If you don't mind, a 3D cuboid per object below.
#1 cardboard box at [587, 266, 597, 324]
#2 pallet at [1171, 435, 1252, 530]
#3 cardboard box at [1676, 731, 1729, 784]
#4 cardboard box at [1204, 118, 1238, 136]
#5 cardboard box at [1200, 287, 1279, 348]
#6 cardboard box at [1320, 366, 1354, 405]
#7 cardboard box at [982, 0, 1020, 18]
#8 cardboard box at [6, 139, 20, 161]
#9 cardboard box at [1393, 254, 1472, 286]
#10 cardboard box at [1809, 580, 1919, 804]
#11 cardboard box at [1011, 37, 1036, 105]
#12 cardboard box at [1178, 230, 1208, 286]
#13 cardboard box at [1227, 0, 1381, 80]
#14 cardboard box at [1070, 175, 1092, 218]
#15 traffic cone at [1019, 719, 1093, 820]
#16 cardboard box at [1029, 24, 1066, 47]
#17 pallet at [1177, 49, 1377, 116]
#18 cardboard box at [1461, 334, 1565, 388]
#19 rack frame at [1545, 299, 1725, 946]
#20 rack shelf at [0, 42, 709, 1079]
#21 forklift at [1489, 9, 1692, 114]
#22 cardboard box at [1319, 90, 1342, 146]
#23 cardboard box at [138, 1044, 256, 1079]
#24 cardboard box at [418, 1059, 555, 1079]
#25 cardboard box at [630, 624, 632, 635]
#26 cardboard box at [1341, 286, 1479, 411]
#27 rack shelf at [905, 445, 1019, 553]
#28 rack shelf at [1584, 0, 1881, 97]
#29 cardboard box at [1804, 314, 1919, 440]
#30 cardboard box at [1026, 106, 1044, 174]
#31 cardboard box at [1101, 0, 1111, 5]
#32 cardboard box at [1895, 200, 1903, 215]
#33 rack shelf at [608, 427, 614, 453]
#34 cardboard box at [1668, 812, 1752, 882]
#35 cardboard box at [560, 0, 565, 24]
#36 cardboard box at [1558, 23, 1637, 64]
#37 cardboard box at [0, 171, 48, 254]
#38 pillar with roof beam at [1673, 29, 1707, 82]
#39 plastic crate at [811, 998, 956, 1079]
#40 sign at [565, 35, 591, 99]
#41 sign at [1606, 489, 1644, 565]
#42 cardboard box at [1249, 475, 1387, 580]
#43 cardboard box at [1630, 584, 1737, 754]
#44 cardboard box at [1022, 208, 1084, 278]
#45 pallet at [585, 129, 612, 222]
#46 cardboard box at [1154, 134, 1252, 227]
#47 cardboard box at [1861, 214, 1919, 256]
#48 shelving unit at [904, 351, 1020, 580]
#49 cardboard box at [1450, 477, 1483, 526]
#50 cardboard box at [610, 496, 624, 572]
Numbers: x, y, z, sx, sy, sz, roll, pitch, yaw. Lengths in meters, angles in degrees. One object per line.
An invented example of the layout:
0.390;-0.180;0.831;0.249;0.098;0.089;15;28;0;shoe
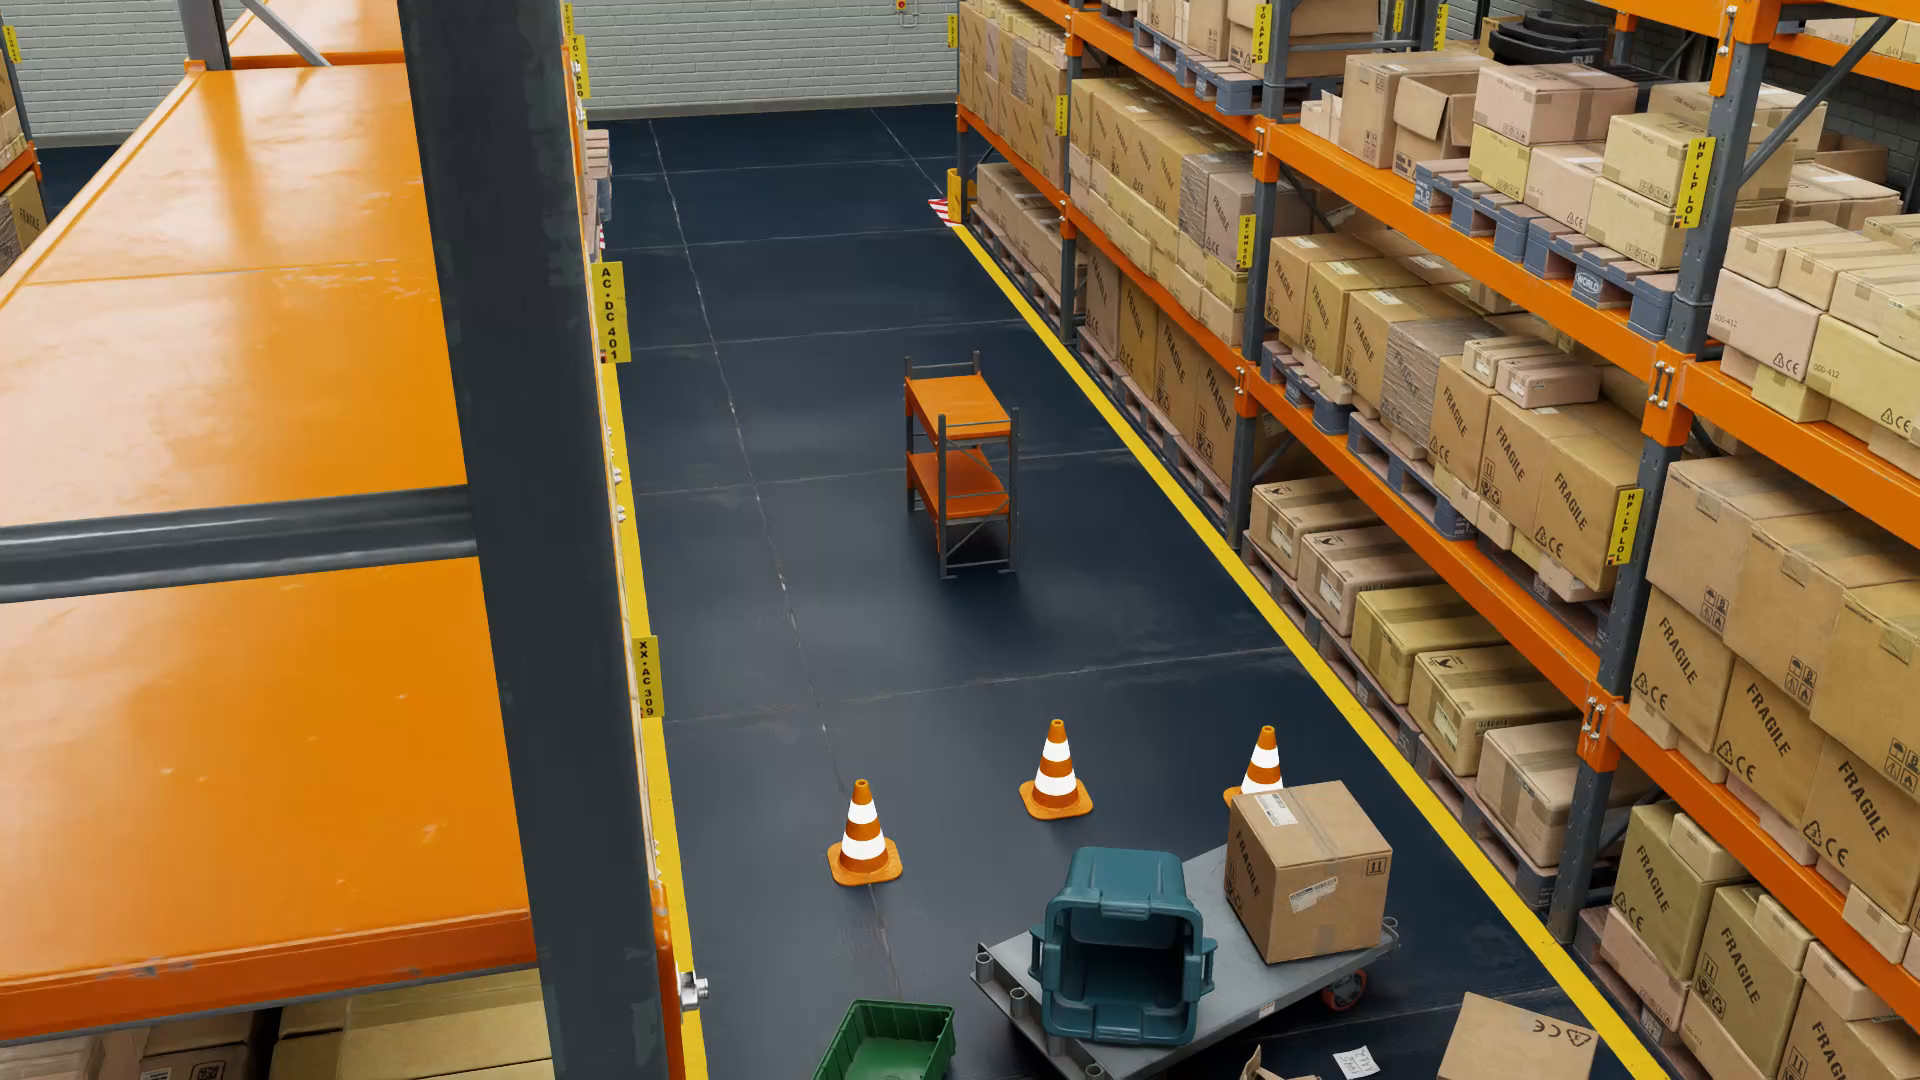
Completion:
-1.179;-0.619;4.481;0.380;0.149;0.250;-6;27;-12;cardboard box
2.166;-0.455;11.763;1.003;0.211;1.213;-6;27;-12;pallet
3.037;0.799;6.464;0.380;0.149;0.250;-5;27;-10;cardboard box
2.064;-2.746;11.987;0.500;0.500;0.500;-6;27;-11;cardboard box
1.903;-1.475;10.856;0.500;0.250;0.500;-7;28;-13;cardboard box
2.252;-0.885;9.333;0.380;0.149;0.250;-6;27;-11;cardboard box
0.430;-5.107;15.946;0.380;0.149;0.250;-7;28;-13;cardboard box
-8.727;-3.503;14.986;0.380;0.149;0.250;-6;27;-11;cardboard box
2.770;-1.314;9.463;0.500;0.500;0.500;-6;27;-12;cardboard box
3.240;0.451;5.323;0.700;0.500;0.500;-7;28;-13;cardboard box
0.763;-4.218;14.904;0.500;0.500;0.500;-6;27;-11;cardboard box
1.794;-1.914;11.171;0.500;0.250;0.500;-7;28;-13;cardboard box
2.038;-3.069;9.938;0.797;0.503;0.637;-8;28;-15;cardboard box
1.211;-2.815;13.511;0.500;0.250;0.500;-7;28;-13;cardboard box
0.488;1.115;8.375;0.336;0.463;0.334;-6;27;-12;traffic cone
0.823;-4.438;14.620;0.380;0.149;0.250;-6;27;-12;cardboard box
2.073;-2.878;10.350;1.213;0.211;1.003;-5;27;-9;pallet
2.595;-0.843;7.811;0.380;0.149;0.250;-7;28;-14;cardboard box
3.171;0.410;6.955;1.000;3.000;0.127;-6;27;-12;rack frame
-1.178;-0.343;3.032;1.077;0.370;4.000;-6;27;-12;rack shelf
4.825;-2.552;12.900;3.031;2.935;1.130;-8;28;-15;forklift
2.233;-2.357;9.258;0.396;0.266;0.258;-6;27;-12;cardboard box
-1.110;0.890;1.936;0.500;0.250;0.500;-6;27;-11;cardboard box
-0.492;0.719;1.831;0.380;0.149;0.250;-6;27;-11;cardboard box
-1.485;0.654;6.360;0.500;0.500;0.500;-6;27;-11;cardboard box
2.396;-1.029;8.900;0.500;0.500;0.500;-5;27;-11;cardboard box
-0.002;-0.287;10.959;0.538;0.278;1.000;-6;27;-12;rack shelf
2.721;-2.646;7.595;1.077;0.370;4.000;-6;27;-12;rack shelf
3.129;-0.548;5.362;0.500;0.250;0.500;-6;27;-12;cardboard box
0.894;-3.550;14.689;0.500;0.500;0.500;-7;28;-13;cardboard box
1.285;-4.257;12.295;0.500;0.500;0.500;-6;27;-13;cardboard box
6.552;-2.402;12.228;0.500;0.250;0.500;-7;28;-14;cardboard box
-2.981;-1.356;11.252;1.077;0.370;4.000;-6;27;-12;rack shelf
3.011;1.173;6.477;0.380;0.149;0.250;-6;27;-11;cardboard box
-3.279;-4.057;12.643;0.500;0.250;0.500;-5;27;-9;cardboard box
6.127;-4.689;16.062;0.500;0.500;0.500;-7;28;-13;cardboard box
-8.966;-2.818;15.242;0.875;0.875;0.875;-6;27;-12;cardboard box
2.731;-6.246;13.484;9.100;9.000;0.400;-6;27;-12;pillar with roof beam
-0.313;2.130;6.604;0.450;0.188;0.662;-2;25;20;plastic crate
-1.987;-2.457;8.645;0.100;0.325;0.005;-6;27;-12;sign
2.631;-0.049;6.579;0.100;0.325;0.005;-6;27;-12;sign
2.388;-0.111;10.438;0.950;0.372;0.625;-8;28;-15;cardboard box
2.999;0.454;6.427;0.500;0.500;0.500;-6;27;-12;cardboard box
1.129;-2.825;15.742;0.875;0.438;0.875;-7;28;-13;cardboard box
-2.333;-1.776;8.168;1.213;0.211;1.003;-5;27;-9;pallet
1.670;-2.481;11.461;0.500;0.500;0.500;-6;27;-12;cardboard box
3.456;-1.056;5.925;0.380;0.149;0.250;-5;27;-11;cardboard box
-0.002;-0.505;10.849;0.538;1.125;1.048;-6;27;-12;shelving unit
2.590;-0.202;7.980;0.380;0.149;0.250;-6;27;-11;cardboard box
-0.835;0.049;3.159;0.380;0.149;0.250;-6;27;-11;cardboard box
